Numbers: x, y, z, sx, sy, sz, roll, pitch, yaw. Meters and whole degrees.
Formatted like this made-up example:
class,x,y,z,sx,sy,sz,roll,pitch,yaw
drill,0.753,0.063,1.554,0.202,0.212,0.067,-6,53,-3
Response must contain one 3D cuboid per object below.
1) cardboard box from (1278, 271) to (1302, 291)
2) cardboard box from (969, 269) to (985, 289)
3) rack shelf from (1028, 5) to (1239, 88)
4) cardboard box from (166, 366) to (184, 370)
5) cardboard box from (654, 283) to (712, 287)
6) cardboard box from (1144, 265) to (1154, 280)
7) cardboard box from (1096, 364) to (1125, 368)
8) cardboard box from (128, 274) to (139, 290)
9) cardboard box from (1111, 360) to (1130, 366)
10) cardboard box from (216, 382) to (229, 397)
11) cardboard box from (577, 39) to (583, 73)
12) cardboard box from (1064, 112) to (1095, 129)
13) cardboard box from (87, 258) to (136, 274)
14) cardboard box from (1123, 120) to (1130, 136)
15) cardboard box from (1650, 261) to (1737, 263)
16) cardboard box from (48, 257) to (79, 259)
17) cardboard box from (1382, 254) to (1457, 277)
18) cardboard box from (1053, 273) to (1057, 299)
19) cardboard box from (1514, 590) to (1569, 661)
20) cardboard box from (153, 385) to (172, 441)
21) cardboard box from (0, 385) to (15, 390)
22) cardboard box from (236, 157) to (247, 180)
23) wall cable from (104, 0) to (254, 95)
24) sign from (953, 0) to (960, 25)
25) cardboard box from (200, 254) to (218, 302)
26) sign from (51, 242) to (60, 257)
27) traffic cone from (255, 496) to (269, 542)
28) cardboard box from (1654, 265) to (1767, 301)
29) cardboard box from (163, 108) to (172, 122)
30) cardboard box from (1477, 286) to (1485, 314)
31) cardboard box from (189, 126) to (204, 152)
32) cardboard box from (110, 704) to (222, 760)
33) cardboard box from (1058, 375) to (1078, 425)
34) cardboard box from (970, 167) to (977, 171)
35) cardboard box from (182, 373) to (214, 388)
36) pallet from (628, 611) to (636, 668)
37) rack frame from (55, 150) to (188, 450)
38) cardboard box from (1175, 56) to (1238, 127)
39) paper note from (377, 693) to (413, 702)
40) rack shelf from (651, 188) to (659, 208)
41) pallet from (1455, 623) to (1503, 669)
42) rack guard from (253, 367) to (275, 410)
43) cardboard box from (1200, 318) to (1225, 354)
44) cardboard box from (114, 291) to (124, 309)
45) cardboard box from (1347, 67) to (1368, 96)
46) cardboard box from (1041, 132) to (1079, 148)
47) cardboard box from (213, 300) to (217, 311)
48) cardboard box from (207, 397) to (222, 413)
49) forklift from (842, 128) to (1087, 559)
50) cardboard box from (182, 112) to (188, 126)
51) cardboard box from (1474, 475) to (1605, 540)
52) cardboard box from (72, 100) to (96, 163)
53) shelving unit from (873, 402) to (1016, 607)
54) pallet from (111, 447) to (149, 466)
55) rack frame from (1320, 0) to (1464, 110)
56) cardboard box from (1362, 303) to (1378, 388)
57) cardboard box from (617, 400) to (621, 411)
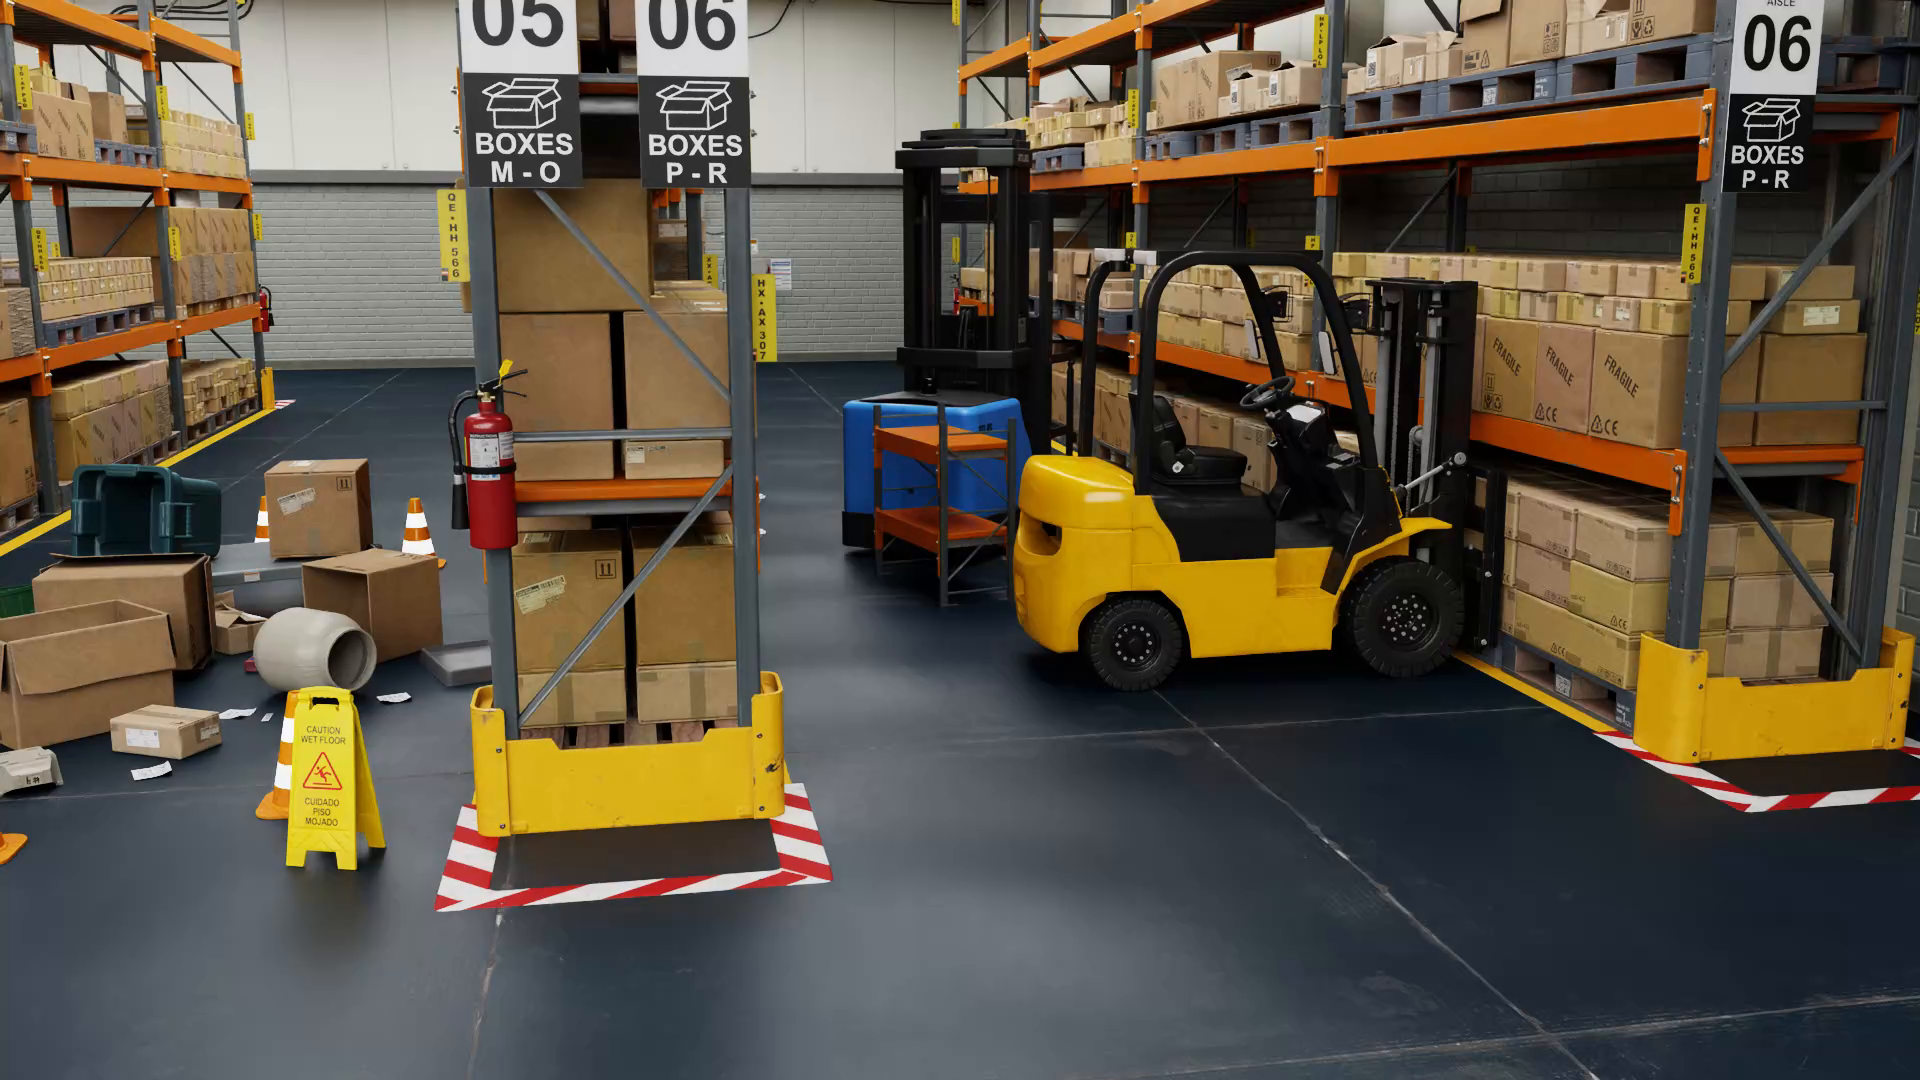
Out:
class,x,y,z,sx,sy,sz,roll,pitch,yaw
cardboard box,2.470,-1.817,11.720,0.380,0.149,0.250,-2,11,-11
cardboard box,0.407,-3.389,21.587,0.500,0.250,0.500,-2,11,-10
rack shelf,1.652,-4.799,16.337,1.077,0.370,4.000,-2,11,-11
cardboard box,-9.182,-1.921,19.180,0.380,0.149,0.250,-2,11,-9
cardboard box,-1.612,-1.149,9.147,0.500,0.500,0.500,-2,11,-9
cardboard box,1.814,-2.334,14.433,0.380,0.149,0.250,-2,11,-9
cardboard box,1.468,-1.705,16.957,0.380,0.149,0.250,-2,11,-11
cardboard box,-8.072,-2.458,15.843,0.380,0.149,0.250,-2,11,-9
cardboard box,1.806,-1.818,17.552,0.380,0.149,0.250,-2,11,-9
cardboard box,-8.508,-1.701,18.818,0.380,0.149,0.250,-2,11,-10
cardboard box,-1.615,-1.792,6.239,0.380,0.149,0.250,-2,11,-11
cardboard box,1.248,-4.169,16.543,0.380,0.149,0.250,-2,11,-11
cardboard box,-8.070,-2.601,15.797,0.380,0.149,0.250,-2,11,-13
cardboard box,1.704,-3.735,15.112,0.380,0.149,0.250,-2,11,-12
cardboard box,3.624,-1.294,8.176,0.380,0.149,0.250,-2,11,-11
cardboard box,-8.816,-2.675,16.187,0.380,0.149,0.250,-2,11,-8
cardboard box,2.787,-1.655,10.071,0.380,0.149,0.250,-2,11,-12
cardboard box,1.156,-2.640,17.282,0.396,0.266,0.258,-2,11,-8
cardboard box,3.108,0.410,8.249,0.500,0.250,0.500,-2,11,-11
cardboard box,-8.050,-1.241,16.255,0.500,0.500,0.500,-2,11,-12
cardboard box,-8.054,-1.118,13.604,0.500,0.250,0.500,-2,11,-12
cardboard box,-8.871,-4.449,19.926,0.500,0.250,0.500,-2,11,-12
wall cable,-11.823,-8.651,24.975,2.277,5.999,0.120,-2,11,-11
sign,-0.048,-6.927,21.816,0.100,0.325,0.005,-2,11,-11
cardboard box,-8.456,-2.868,18.181,0.500,0.500,0.500,-2,11,-12
sign,-8.972,-2.793,16.534,0.100,0.325,0.005,-2,11,-11
traffic cone,-4.701,-0.067,11.313,0.336,0.463,0.334,-2,11,-11
cardboard box,3.320,-1.140,7.364,0.380,0.149,0.250,-2,11,-11
cardboard box,-8.281,-4.344,16.970,0.380,0.149,0.250,-3,11,-13
cardboard box,2.904,-1.317,9.091,0.380,0.149,0.250,-2,11,-12
cardboard box,-8.476,-4.316,17.890,0.500,0.250,0.500,-2,11,-10
cardboard box,-3.508,0.847,7.348,0.380,0.149,0.250,4,11,18
cardboard box,1.342,-1.461,17.413,0.500,0.500,0.500,-2,11,-13
cardboard box,0.422,-4.865,21.315,0.500,0.250,0.500,-2,11,-10
cardboard box,-8.441,-1.752,18.288,0.380,0.149,0.250,-2,11,-10
pallet,-1.644,0.596,8.502,1.003,0.211,1.213,-2,11,-11
rack frame,-8.441,-2.389,16.726,1.000,3.000,0.127,-2,11,-11
cardboard box,2.139,-3.583,13.316,0.700,0.500,0.500,-2,11,-12
paper note,-2.756,0.763,8.107,0.142,0.019,0.148,-6,13,-31
rack shelf,-3.994,-4.074,19.483,1.077,0.370,4.000,-2,11,-11
pallet,3.173,0.440,9.320,1.003,0.211,1.213,-2,11,-11
rack guard,-9.205,-1.881,20.740,1.175,0.500,0.348,-2,11,-11
cardboard box,2.186,-1.589,12.925,0.500,0.250,0.500,-2,11,-9
cardboard box,-7.964,-2.216,15.366,0.380,0.149,0.250,-3,11,-13
cardboard box,2.608,-2.814,10.216,0.380,0.149,0.250,-2,11,-10
cardboard box,1.058,-4.164,17.310,0.380,0.149,0.250,-2,11,-10
cardboard box,-8.647,-2.662,18.833,0.380,0.149,0.250,-2,11,-10
cardboard box,-8.489,-1.510,18.608,0.380,0.149,0.250,-2,11,-13
forklift,0.274,-1.545,12.475,1.130,2.935,3.031,5,12,25
cardboard box,-8.461,-4.484,17.706,0.380,0.149,0.250,-2,11,-13
cardboard box,2.988,-0.173,8.641,0.500,0.250,0.500,-2,11,-10
cardboard box,-7.720,-3.475,14.144,0.500,0.500,0.500,-2,11,-11
shelving unit,-0.112,-0.254,10.521,0.538,1.125,1.048,-5,12,-25
pallet,-8.048,-0.652,15.058,1.003,0.211,1.213,-2,11,-11
rack frame,2.819,-4.249,10.451,1.000,3.000,0.127,-2,11,-11
cardboard box,2.766,-1.165,10.026,0.500,0.500,0.500,-2,11,-10
cardboard box,-1.832,-0.605,8.025,0.380,0.149,0.250,-2,11,-11
